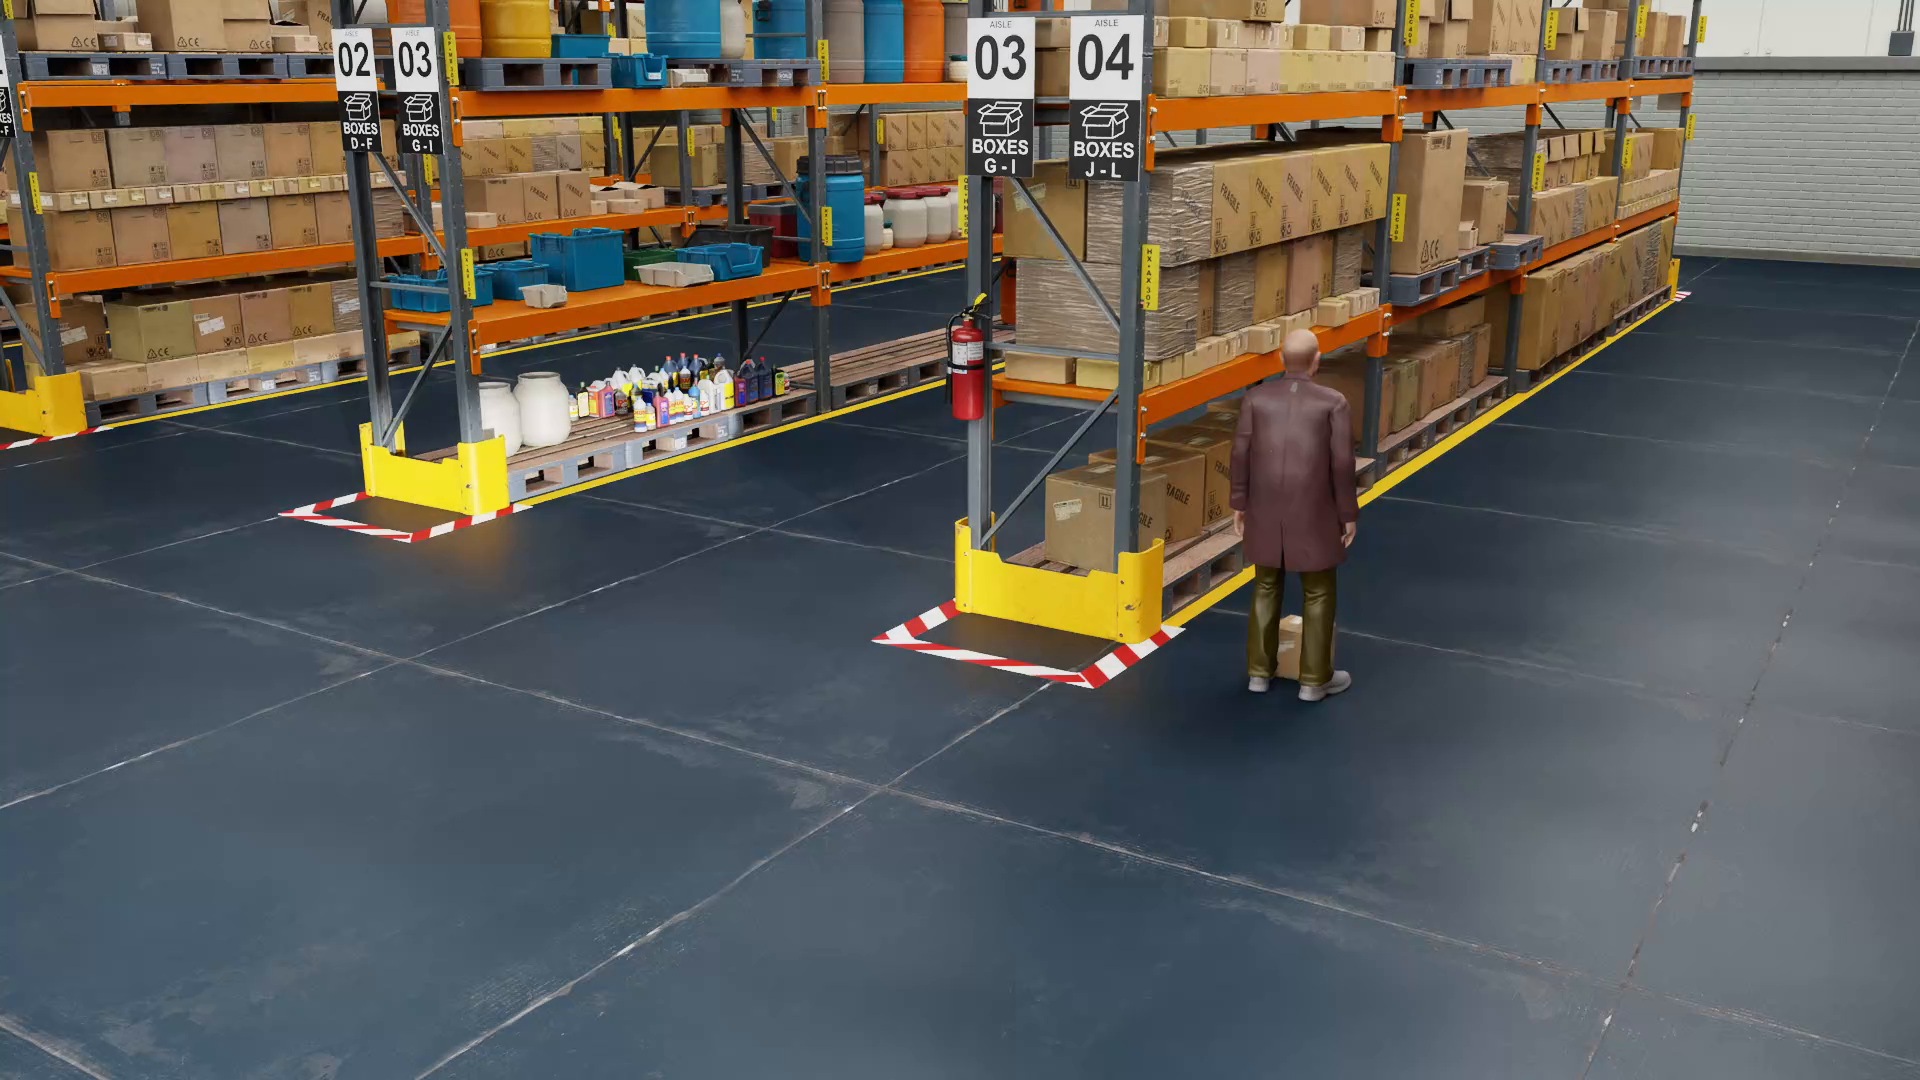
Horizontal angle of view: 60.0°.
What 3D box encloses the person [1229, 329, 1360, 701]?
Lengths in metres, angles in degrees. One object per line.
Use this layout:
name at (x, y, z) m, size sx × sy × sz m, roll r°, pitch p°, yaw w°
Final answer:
person at (1.602, -0.124, 7.995) m, size 0.640 × 1.772 × 0.428 m, roll 9°, pitch 18°, yaw 27°
